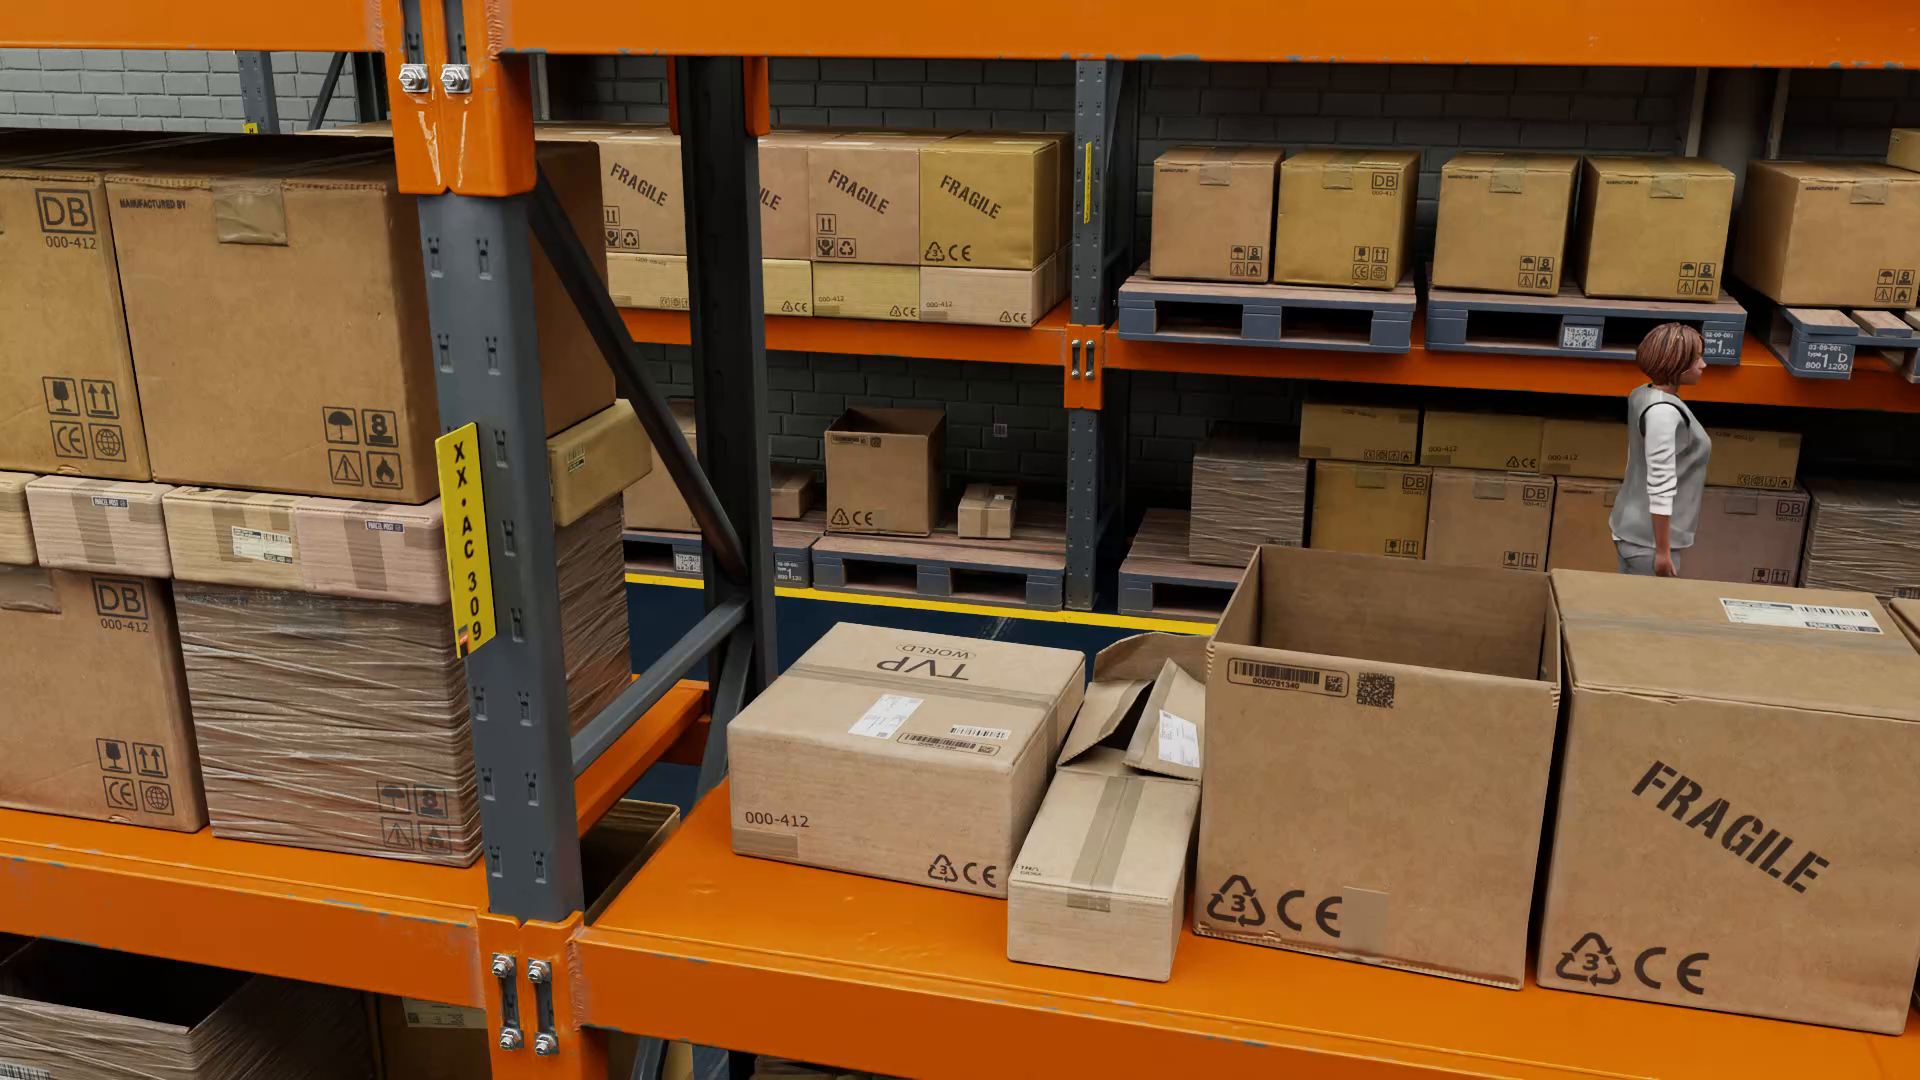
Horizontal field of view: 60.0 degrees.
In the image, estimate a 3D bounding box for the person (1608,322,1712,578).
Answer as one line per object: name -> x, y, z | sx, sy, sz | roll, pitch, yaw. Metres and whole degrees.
person -> 2.534, 0.012, 6.064 | 0.331, 1.628, 0.412 | 4, 19, 12
